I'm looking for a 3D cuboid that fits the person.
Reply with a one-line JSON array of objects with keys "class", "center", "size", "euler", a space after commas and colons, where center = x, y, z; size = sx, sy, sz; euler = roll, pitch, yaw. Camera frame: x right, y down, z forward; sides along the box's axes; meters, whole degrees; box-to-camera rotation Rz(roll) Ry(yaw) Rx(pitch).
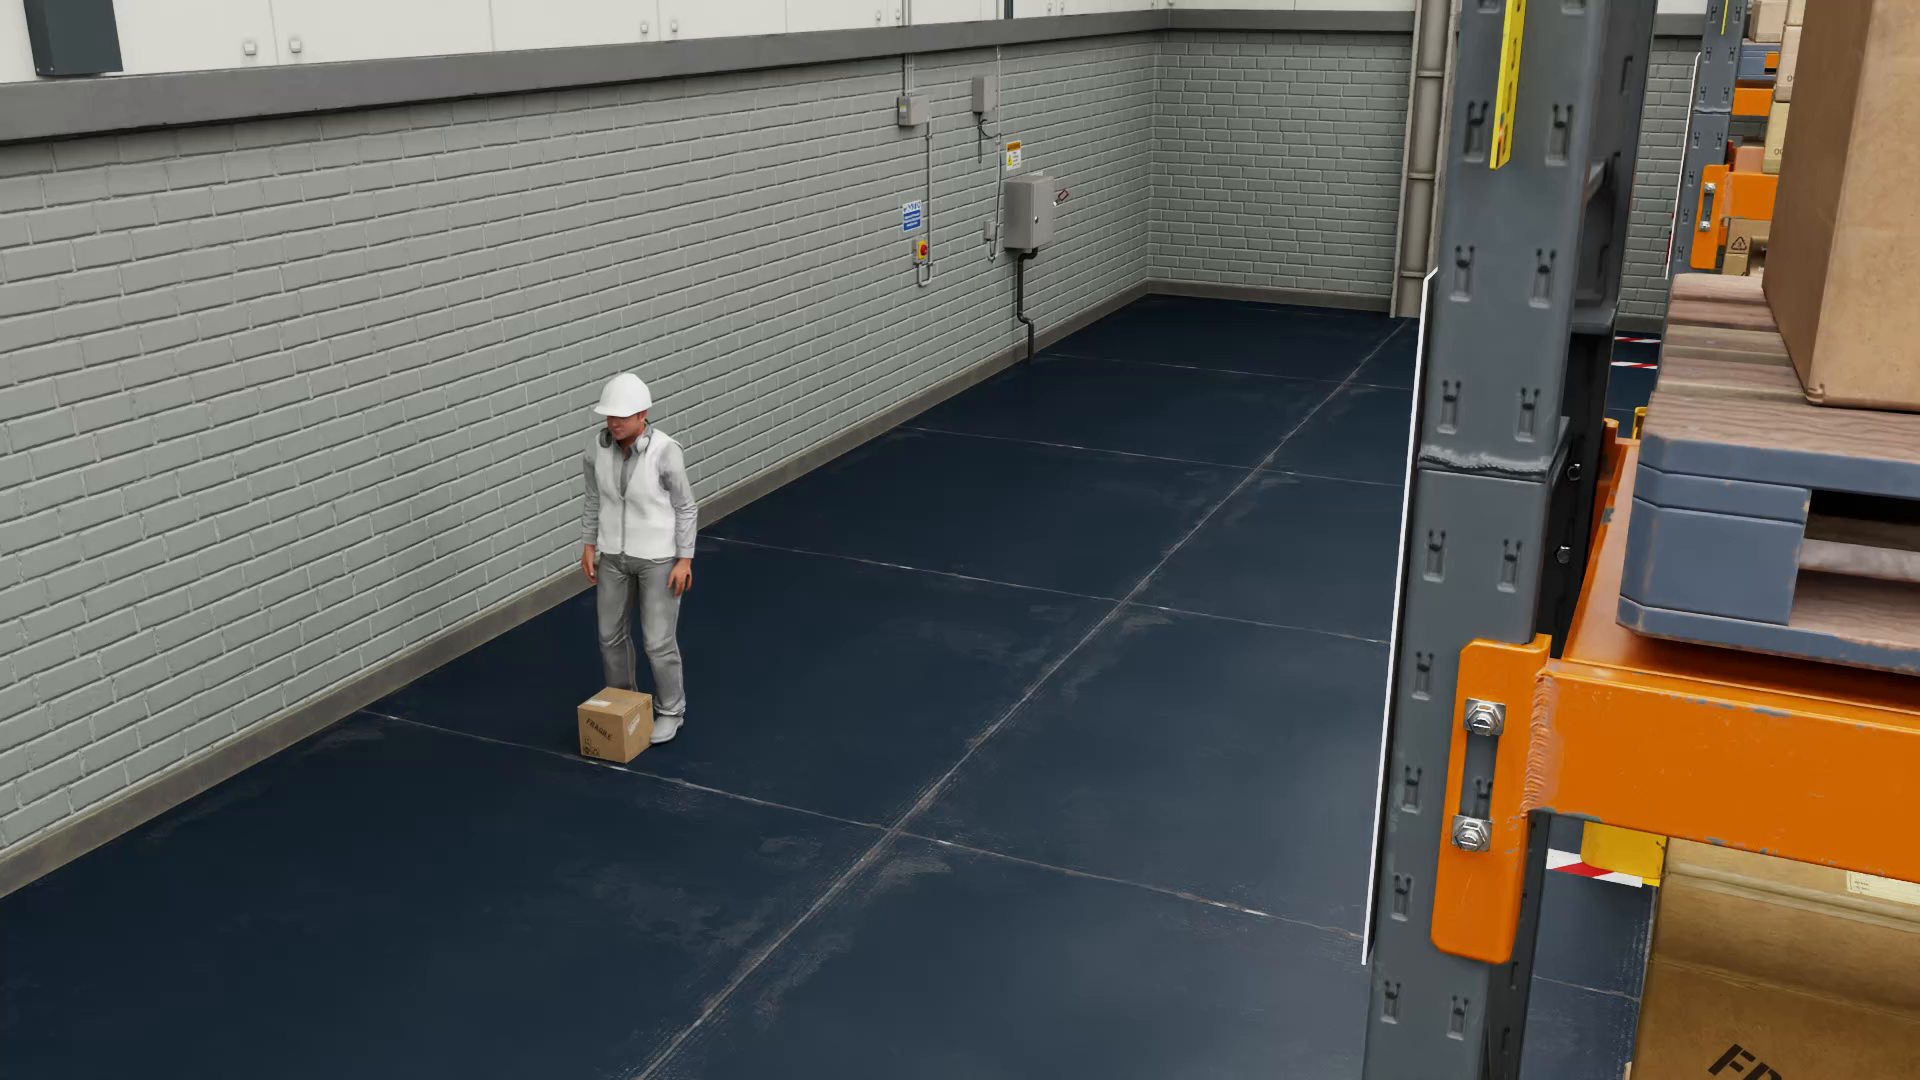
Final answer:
[{"class": "person", "center": [-1.512, 0.073, 7.811], "size": [0.590, 1.770, 0.465], "euler": [7, 20, 20]}]
